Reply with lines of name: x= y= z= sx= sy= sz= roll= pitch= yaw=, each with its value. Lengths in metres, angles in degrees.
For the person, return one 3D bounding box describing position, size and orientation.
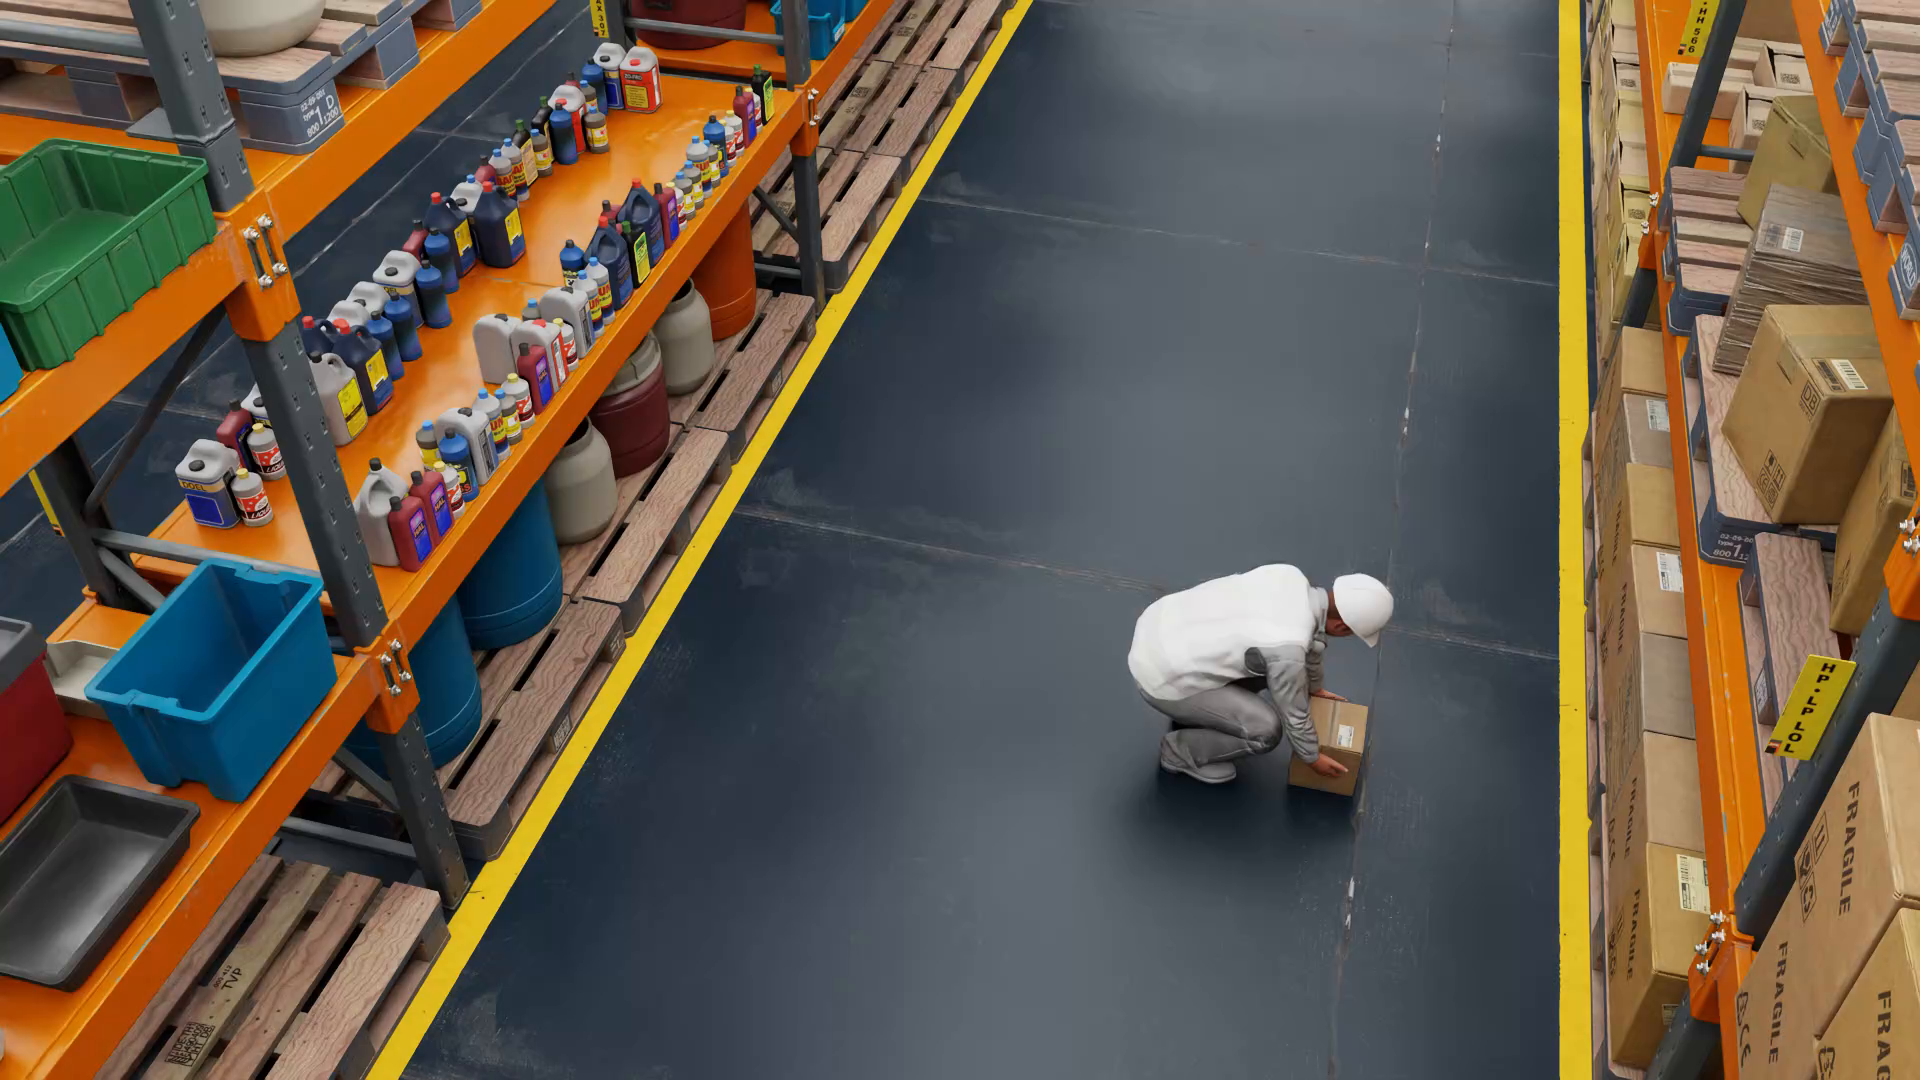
person: x=1.099 y=0.469 z=6.244 sx=0.913 sy=0.930 sz=0.538 roll=10 pitch=42 yaw=11
